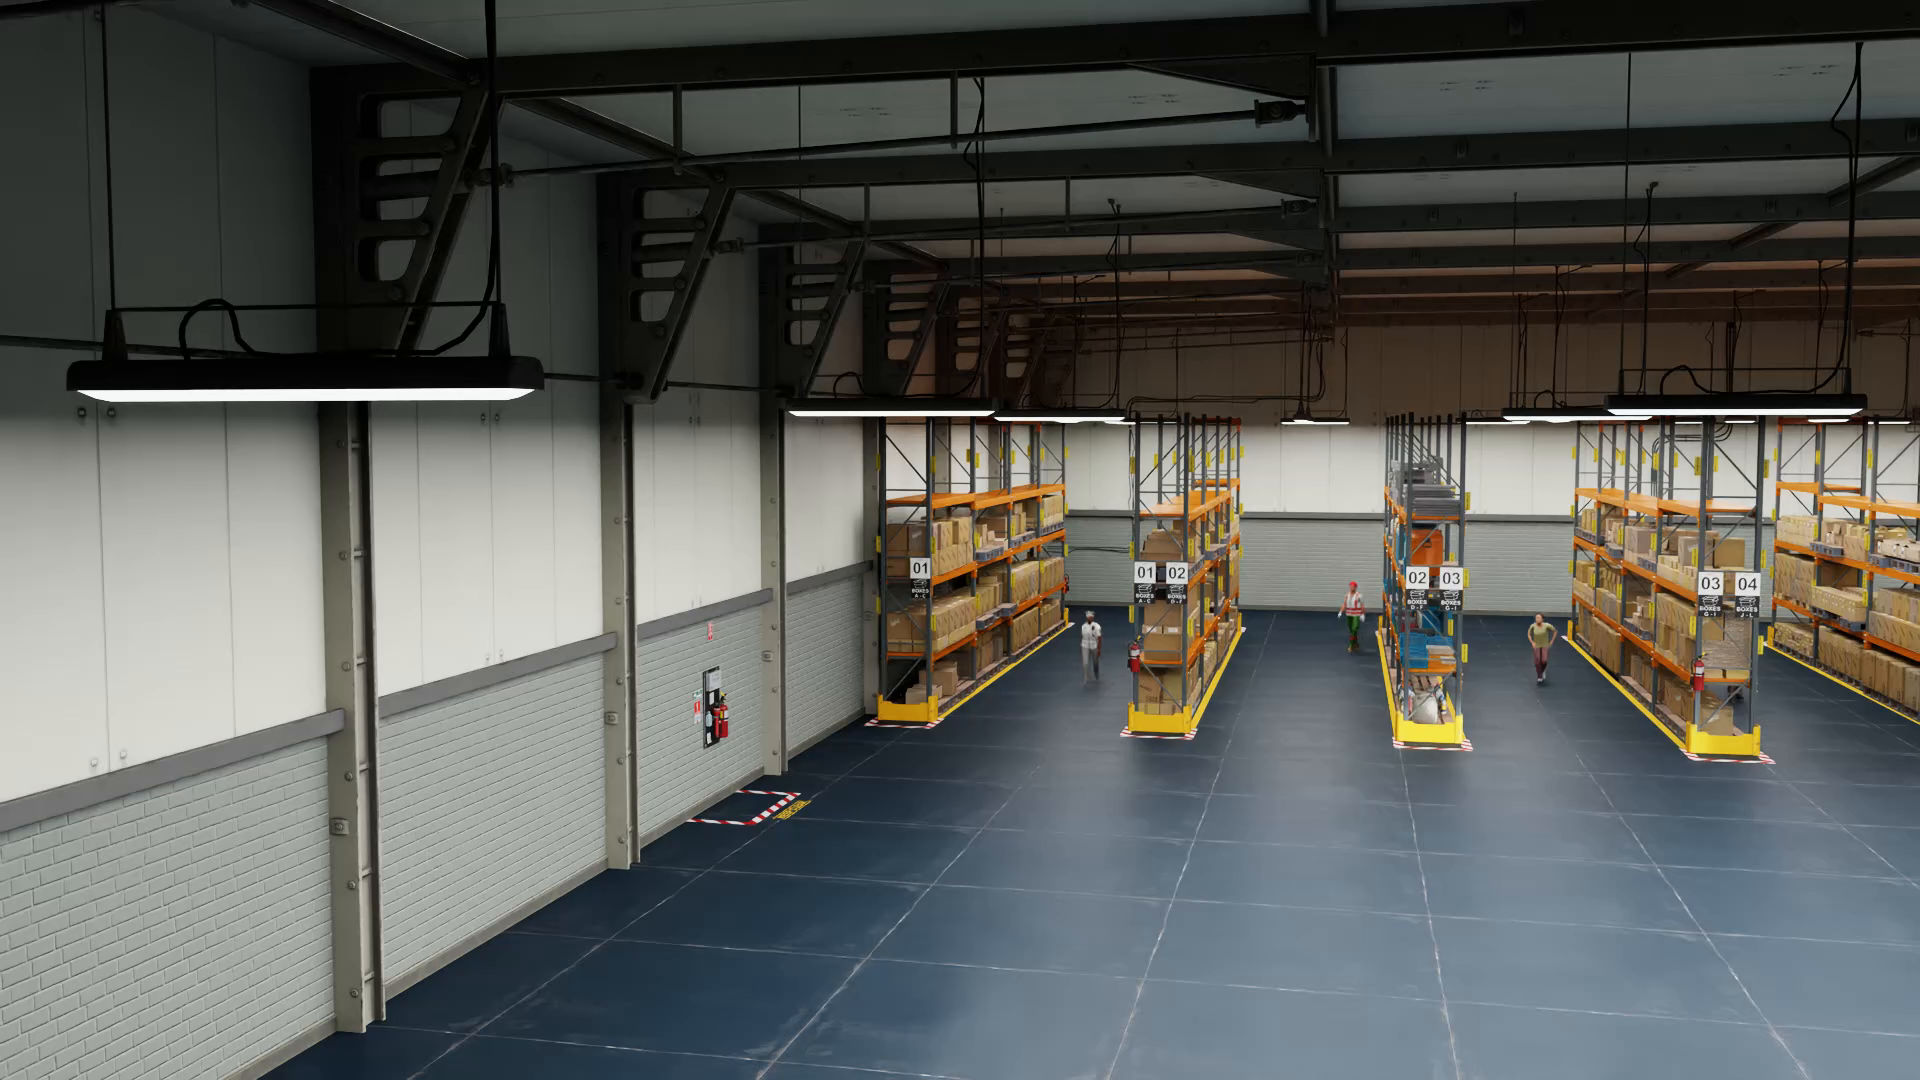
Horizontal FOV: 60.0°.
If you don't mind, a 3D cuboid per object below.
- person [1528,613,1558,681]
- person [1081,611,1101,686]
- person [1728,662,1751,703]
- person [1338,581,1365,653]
[{"bbox_3d":[13.107,2.405,37.425,0.631,1.580,0.670,1,4,21],"label":"person"},{"bbox_3d":[2.926,2.381,36.999,0.454,1.647,0.863,1,4,10],"label":"person"},{"bbox_3d":[16.276,2.515,34.763,0.574,1.730,0.696,2,4,24],"label":"person"},{"bbox_3d":[10.033,1.948,42.647,0.590,1.777,0.887,4,5,42],"label":"person"}]
